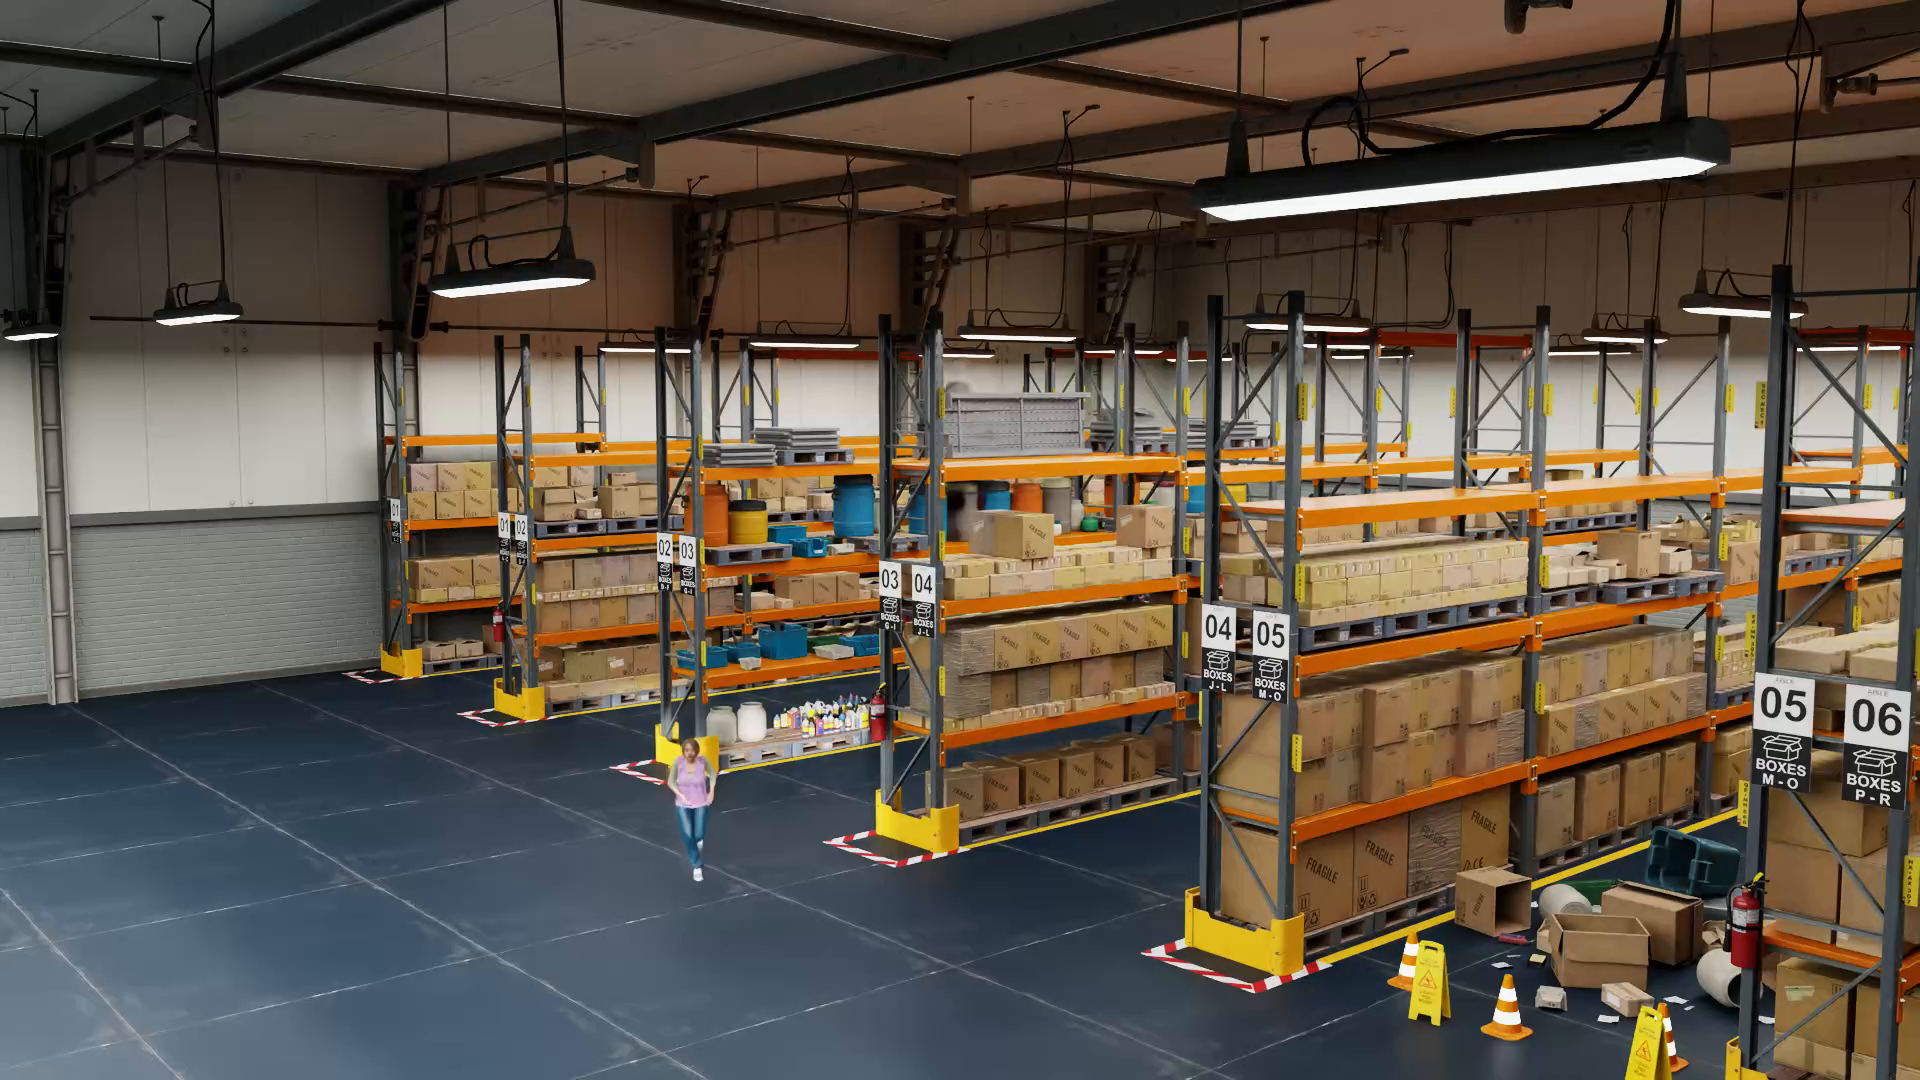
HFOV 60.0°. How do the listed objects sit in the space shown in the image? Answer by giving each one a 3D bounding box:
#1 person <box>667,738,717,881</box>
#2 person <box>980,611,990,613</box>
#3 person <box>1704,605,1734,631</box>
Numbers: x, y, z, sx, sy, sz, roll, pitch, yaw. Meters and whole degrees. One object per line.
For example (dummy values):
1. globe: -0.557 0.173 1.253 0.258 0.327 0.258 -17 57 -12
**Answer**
1. person: -2.827 2.815 17.597 0.506 1.541 0.690 0 5 -3
2. person: 0.349 1.275 30.167 0.672 1.731 0.695 -5 7 -43
3. person: 12.165 1.885 26.756 0.687 1.724 0.633 -4 7 -41
